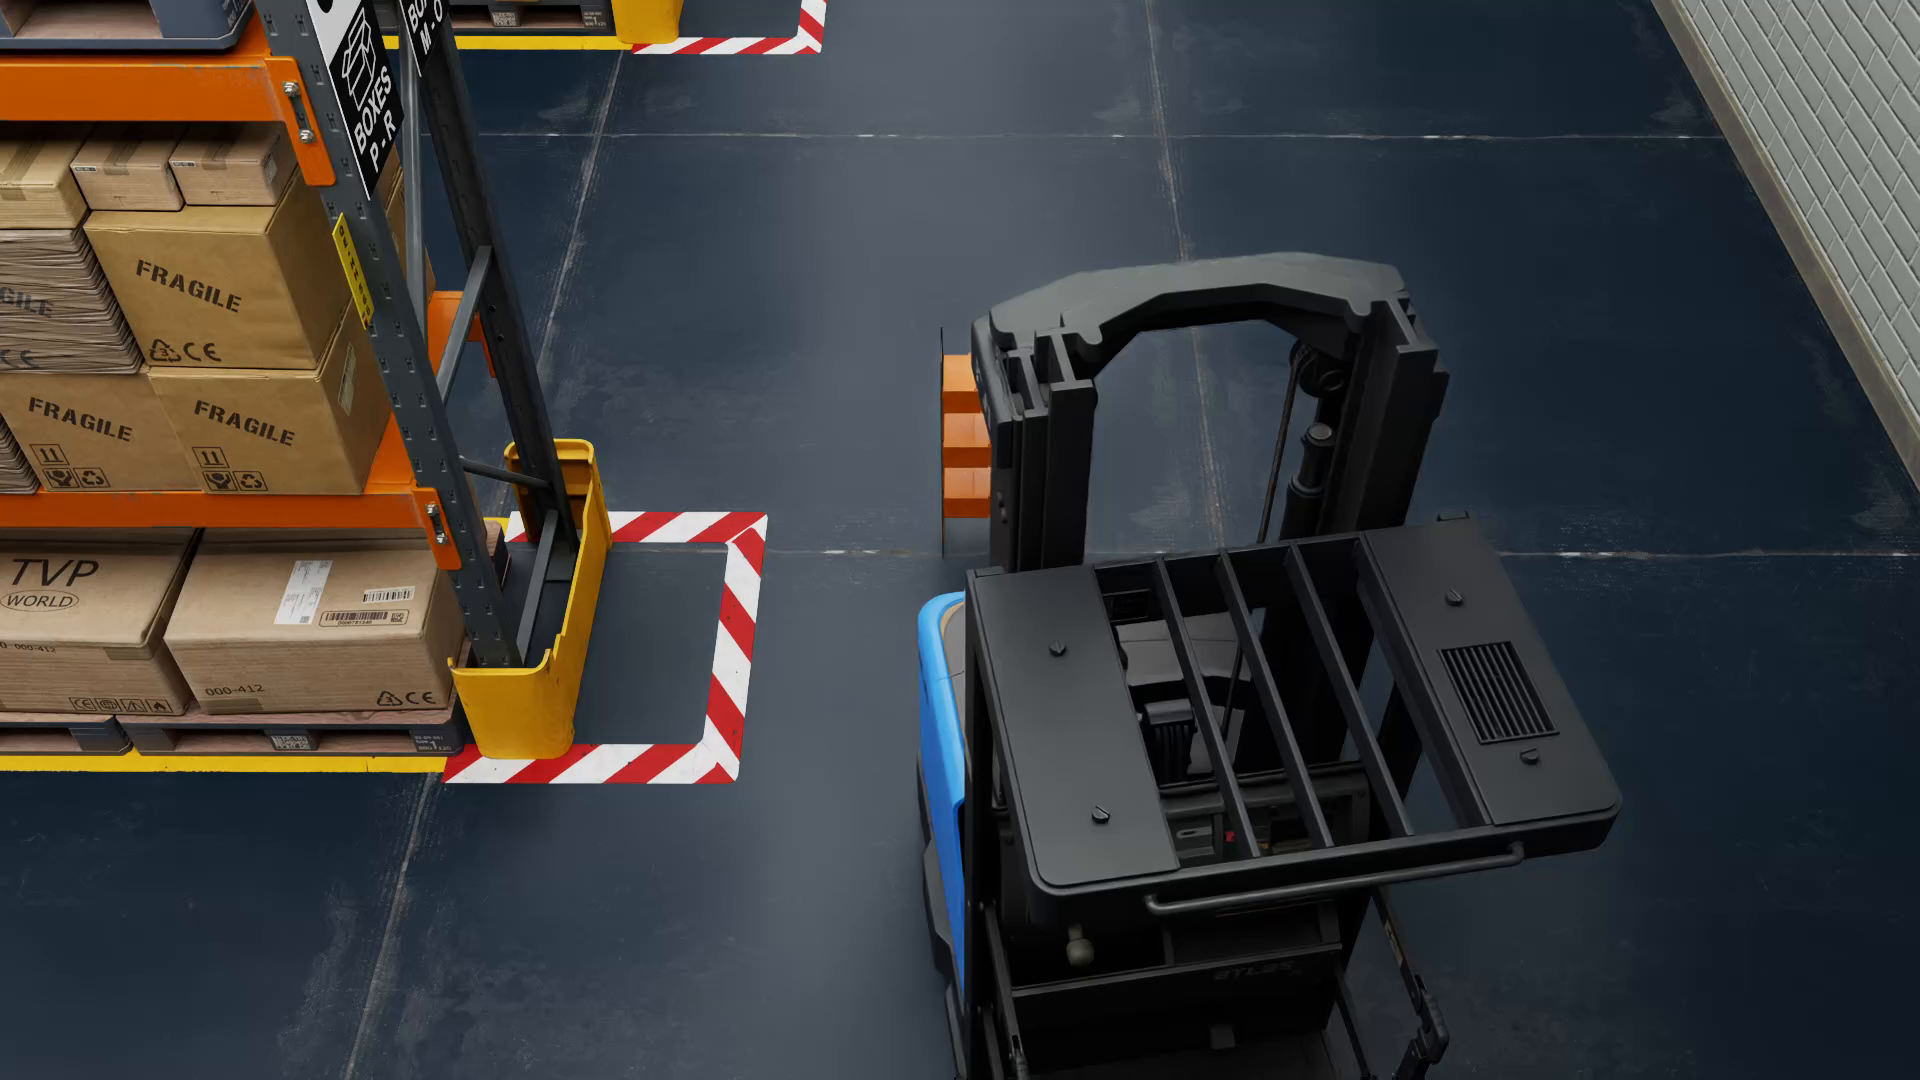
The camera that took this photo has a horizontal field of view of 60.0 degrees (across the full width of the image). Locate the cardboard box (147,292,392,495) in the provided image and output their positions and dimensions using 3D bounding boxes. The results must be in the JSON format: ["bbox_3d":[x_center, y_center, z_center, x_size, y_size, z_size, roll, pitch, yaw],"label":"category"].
[{"bbox_3d":[-2.108,-0.490,5.169,0.500,0.500,0.500,0,47,0],"label":"cardboard box"}]

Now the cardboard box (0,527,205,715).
[{"bbox_3d":[-3.200,0.157,6.099,0.875,0.438,0.875,1,47,1],"label":"cardboard box"}]

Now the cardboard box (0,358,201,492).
[{"bbox_3d":[-2.610,-0.502,5.181,0.500,0.500,0.500,-1,47,-1],"label":"cardboard box"}]

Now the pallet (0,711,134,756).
[{"bbox_3d":[-3.641,0.352,6.359,1.213,0.211,1.003,0,47,0],"label":"pallet"}]

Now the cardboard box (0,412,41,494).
[{"bbox_3d":[-3.124,-0.496,5.175,0.500,0.500,0.500,1,47,1],"label":"cardboard box"}]

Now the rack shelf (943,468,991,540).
[{"bbox_3d":[0.054,-0.161,6.658,0.240,0.259,0.215,0,47,0],"label":"rack shelf"}]

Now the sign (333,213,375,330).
[{"bbox_3d":[-1.640,-0.726,4.505,0.005,0.325,0.100,0,47,0],"label":"sign"}]

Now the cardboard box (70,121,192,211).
[{"bbox_3d":[-2.238,-1.081,4.594,0.250,0.149,0.380,1,47,1],"label":"cardboard box"}]

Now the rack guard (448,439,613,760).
[{"bbox_3d":[-1.601,0.204,6.300,0.348,0.500,1.175,0,47,0],"label":"rack guard"}]

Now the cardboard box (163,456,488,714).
[{"bbox_3d":[-2.285,0.153,6.103,0.875,0.438,0.875,-1,47,-1],"label":"cardboard box"}]

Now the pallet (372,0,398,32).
[{"bbox_3d":[-3.812,-3.355,9.810,1.213,0.211,1.003,0,47,0],"label":"pallet"}]

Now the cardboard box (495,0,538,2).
[{"bbox_3d":[-2.492,-3.219,9.438,0.250,0.149,0.380,1,47,1],"label":"cardboard box"}]

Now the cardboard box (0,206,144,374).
[{"bbox_3d":[-2.630,-0.830,4.803,0.500,0.500,0.500,0,47,0],"label":"cardboard box"}]

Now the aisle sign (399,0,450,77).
[{"bbox_3d":[-1.551,-1.746,4.631,0.004,0.787,0.394,0,47,0],"label":"aisle sign"}]

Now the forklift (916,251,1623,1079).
[{"bbox_3d":[0.594,0.918,3.974,1.130,2.935,3.031,-7,47,-6],"label":"forklift"}]

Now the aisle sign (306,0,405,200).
[{"bbox_3d":[-1.554,-1.307,4.222,0.004,0.787,0.394,0,47,0],"label":"aisle sign"}]

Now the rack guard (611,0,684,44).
[{"bbox_3d":[-1.783,-3.420,9.673,0.348,0.500,1.175,0,47,0],"label":"rack guard"}]

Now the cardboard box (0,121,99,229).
[{"bbox_3d":[-2.497,-1.020,4.537,0.250,0.149,0.380,0,47,0],"label":"cardboard box"}]

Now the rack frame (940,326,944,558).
[{"bbox_3d":[-0.068,-0.358,6.447,0.008,1.050,0.200,0,47,0],"label":"rack frame"}]

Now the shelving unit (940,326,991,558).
[{"bbox_3d":[0.054,-0.358,6.446,0.252,1.050,0.215,0,47,0],"label":"shelving unit"}]

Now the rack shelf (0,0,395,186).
[{"bbox_3d":[-3.625,-1.430,4.555,4.000,0.370,1.077,0,47,0],"label":"rack shelf"}]

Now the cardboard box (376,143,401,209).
[{"bbox_3d":[-2.103,-1.233,5.178,0.500,0.500,0.500,-1,47,-1],"label":"cardboard box"}]

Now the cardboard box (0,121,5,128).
[{"bbox_3d":[-2.748,-1.051,4.566,0.250,0.149,0.380,1,47,1],"label":"cardboard box"}]

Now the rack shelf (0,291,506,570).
[{"bbox_3d":[-3.625,-0.408,5.653,4.000,0.370,1.077,0,47,0],"label":"rack shelf"}]

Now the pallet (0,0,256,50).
[{"bbox_3d":[-2.366,-1.634,4.314,1.213,0.211,1.003,0,47,0],"label":"pallet"}]

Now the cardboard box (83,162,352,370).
[{"bbox_3d":[-2.107,-0.850,4.821,0.500,0.500,0.500,2,47,1],"label":"cardboard box"}]

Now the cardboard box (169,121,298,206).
[{"bbox_3d":[-1.984,-1.098,4.609,0.250,0.149,0.380,1,47,1],"label":"cardboard box"}]

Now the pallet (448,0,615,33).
[{"bbox_3d":[-2.595,-3.350,9.805,1.213,0.211,1.003,0,47,0],"label":"pallet"}]

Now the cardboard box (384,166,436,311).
[{"bbox_3d":[-2.103,-0.894,5.545,0.500,0.500,0.500,0,47,0],"label":"cardboard box"}]

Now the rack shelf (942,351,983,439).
[{"bbox_3d":[0.054,-0.544,6.246,0.240,0.259,0.215,0,47,0],"label":"rack shelf"}]

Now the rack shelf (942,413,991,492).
[{"bbox_3d":[0.054,-0.350,6.454,0.240,0.259,0.215,0,47,0],"label":"rack shelf"}]

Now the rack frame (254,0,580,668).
[{"bbox_3d":[-1.625,-0.648,5.385,0.127,3.000,1.000,0,47,0],"label":"rack frame"}]

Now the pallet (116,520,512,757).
[{"bbox_3d":[-2.424,0.357,6.354,1.213,0.211,1.003,0,47,0],"label":"pallet"}]
